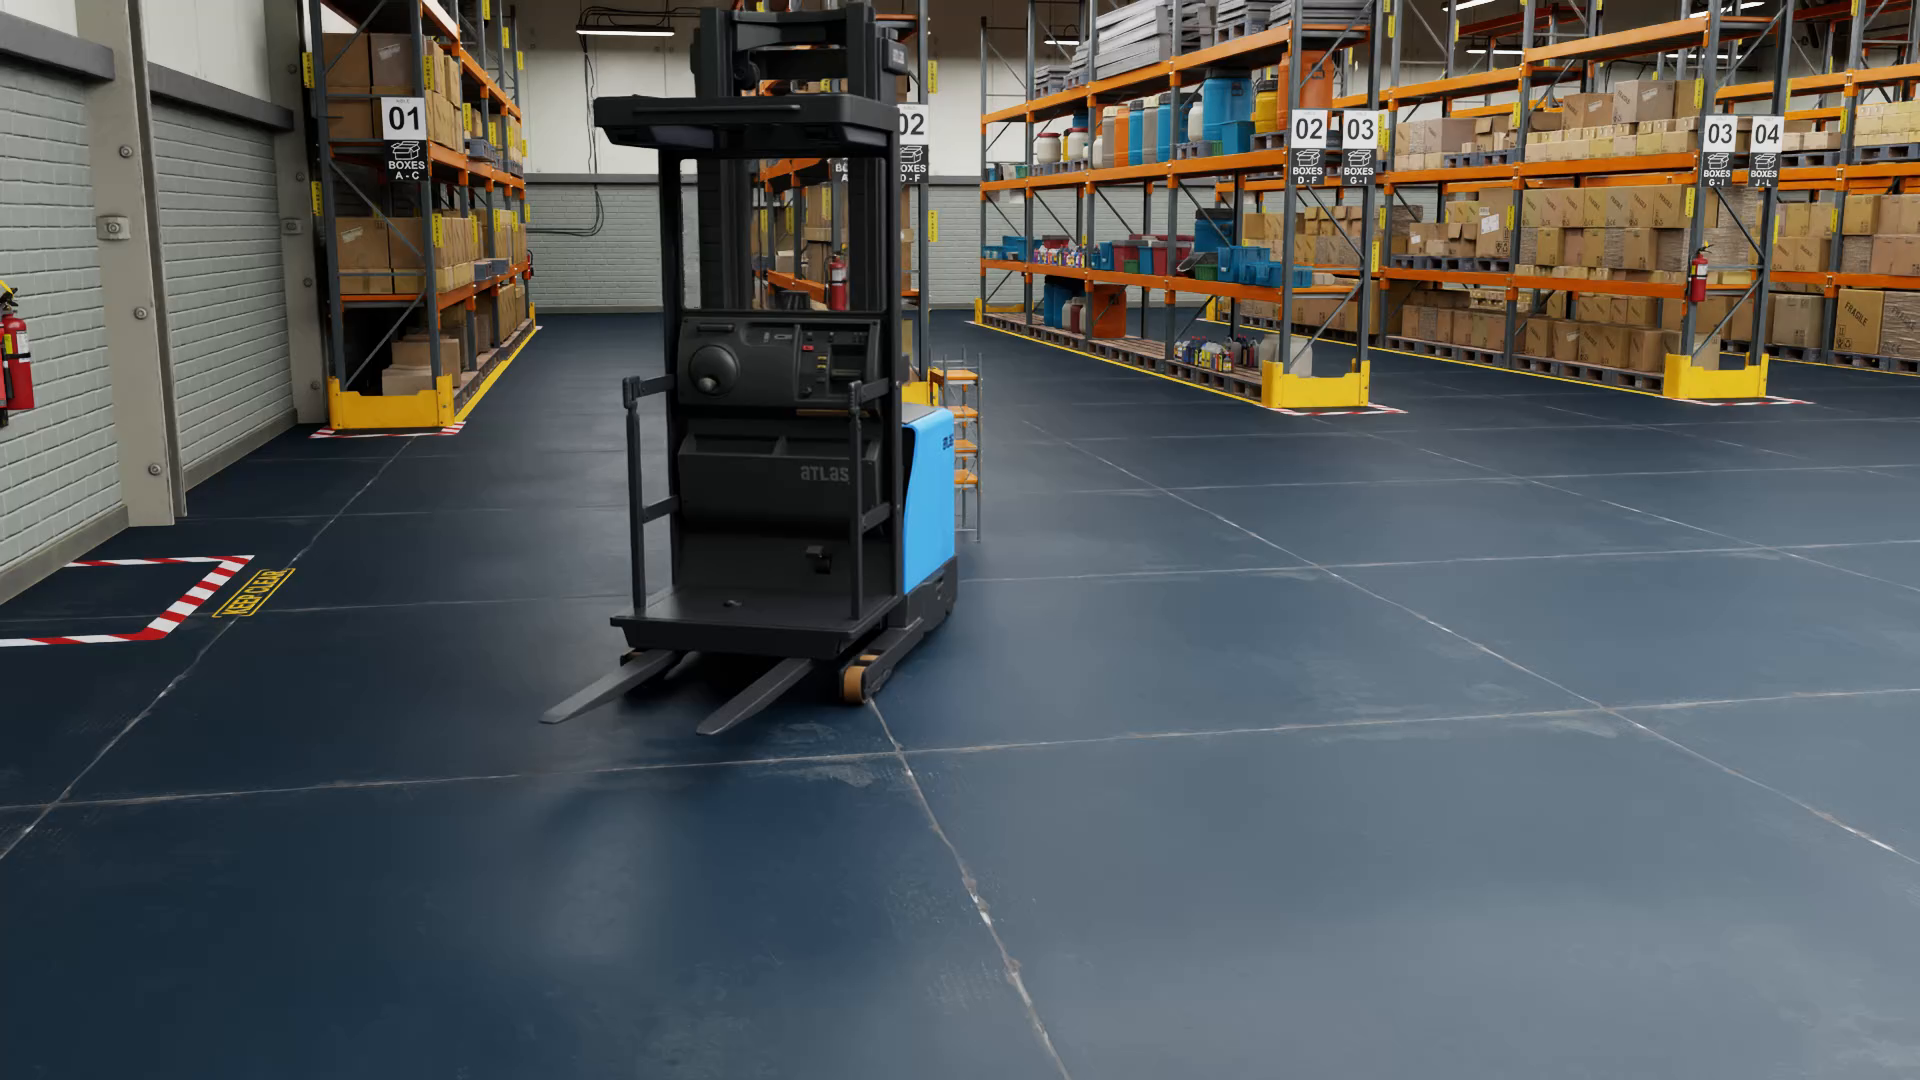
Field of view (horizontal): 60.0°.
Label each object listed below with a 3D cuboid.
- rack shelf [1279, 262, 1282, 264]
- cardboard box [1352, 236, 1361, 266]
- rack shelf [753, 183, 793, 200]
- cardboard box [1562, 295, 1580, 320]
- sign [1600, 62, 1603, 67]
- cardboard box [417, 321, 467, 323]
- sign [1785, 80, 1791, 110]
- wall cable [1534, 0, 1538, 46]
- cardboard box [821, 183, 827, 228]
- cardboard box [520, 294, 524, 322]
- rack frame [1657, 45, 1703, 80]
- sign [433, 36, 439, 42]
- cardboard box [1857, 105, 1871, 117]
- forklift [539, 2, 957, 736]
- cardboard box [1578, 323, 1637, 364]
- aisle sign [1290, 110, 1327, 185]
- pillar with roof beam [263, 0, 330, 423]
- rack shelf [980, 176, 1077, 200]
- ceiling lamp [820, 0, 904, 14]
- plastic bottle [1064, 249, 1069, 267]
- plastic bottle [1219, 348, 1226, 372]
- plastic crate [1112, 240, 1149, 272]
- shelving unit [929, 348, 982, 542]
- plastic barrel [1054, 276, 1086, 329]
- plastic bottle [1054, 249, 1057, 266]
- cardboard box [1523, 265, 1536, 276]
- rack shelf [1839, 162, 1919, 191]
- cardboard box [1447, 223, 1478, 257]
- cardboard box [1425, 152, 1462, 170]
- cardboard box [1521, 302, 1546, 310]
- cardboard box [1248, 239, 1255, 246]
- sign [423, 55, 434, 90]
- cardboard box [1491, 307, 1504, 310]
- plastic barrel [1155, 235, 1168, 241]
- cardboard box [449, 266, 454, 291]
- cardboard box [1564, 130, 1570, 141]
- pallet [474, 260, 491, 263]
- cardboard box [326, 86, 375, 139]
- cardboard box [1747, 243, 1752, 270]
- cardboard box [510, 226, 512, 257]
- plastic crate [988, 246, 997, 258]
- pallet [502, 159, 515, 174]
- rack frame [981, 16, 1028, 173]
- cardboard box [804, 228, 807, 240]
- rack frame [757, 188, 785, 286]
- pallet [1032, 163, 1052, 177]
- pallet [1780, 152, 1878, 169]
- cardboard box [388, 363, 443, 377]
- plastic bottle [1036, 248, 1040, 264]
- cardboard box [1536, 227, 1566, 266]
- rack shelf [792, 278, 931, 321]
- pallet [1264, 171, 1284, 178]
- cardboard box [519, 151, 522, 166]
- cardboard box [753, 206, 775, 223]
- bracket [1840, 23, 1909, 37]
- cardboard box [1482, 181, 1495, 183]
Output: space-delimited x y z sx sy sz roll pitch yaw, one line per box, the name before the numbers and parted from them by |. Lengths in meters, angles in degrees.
rack shelf | 6.165 -5.363 32.775 1.077 0.370 4.000 -2 11 -11
cardboard box | 6.901 -4.838 27.827 0.500 0.500 0.500 -2 11 -12
rack shelf | -3.553 -6.477 30.606 1.077 0.370 4.000 -2 11 -11
cardboard box | 11.427 -4.248 30.554 0.500 0.500 0.500 -2 11 -8
sign | 11.982 -9.017 31.080 0.100 0.325 0.005 -2 11 -11
cardboard box | -6.835 -2.653 22.119 0.700 0.500 0.500 -2 11 -10
sign | 9.420 -5.071 18.959 0.100 0.325 0.005 -2 11 -11
wall cable | 13.086 -13.627 40.575 2.355 3.000 0.029 -2 11 -11
cardboard box | -1.223 -3.852 19.175 0.700 0.500 0.500 -2 11 -11
cardboard box | -8.469 -4.305 30.853 0.700 0.500 0.500 -2 11 -11
rack frame | 15.497 -9.391 35.968 1.000 3.000 0.127 -2 11 -11
sign | -8.572 -8.277 27.196 0.100 0.325 0.005 -2 11 -11
cardboard box | 12.732 -5.962 23.127 0.380 0.149 0.250 -2 11 -10
forklift | -0.854 -0.822 7.176 1.130 2.935 3.031 3 11 13
cardboard box | 8.465 -2.570 21.740 0.500 0.500 0.500 -3 11 -16
aisle sign | 3.752 -4.222 17.902 0.394 0.787 0.004 -2 11 -11
pillar with roof beam | -2.450 -5.809 17.149 9.100 9.000 0.400 -2 11 -11
rack shelf | 1.306 -6.657 31.549 1.077 0.370 4.000 -2 11 -11
ceiling lamp | -2.009 -12.121 34.700 2.000 3.185 0.800 -2 11 -11
plastic bottle | 1.754 -4.647 27.401 0.061 0.283 0.133 -2 11 -11
plastic bottle | 3.201 -2.192 20.279 0.061 0.283 0.133 -2 11 -10
plastic crate | 2.487 -4.160 24.359 0.402 0.464 0.583 -2 11 -11
shelving unit | -0.032 -0.620 10.744 0.258 1.200 0.503 -2 11 -11
plastic barrel | 1.922 -4.115 28.782 0.600 0.901 0.708 -2 11 -11
plastic bottle | 1.633 -4.773 28.095 0.097 0.271 0.097 0 11 0
cardboard box | 7.892 -3.662 22.588 0.380 0.149 0.250 -2 11 -11
rack shelf | 13.384 -4.798 21.782 1.077 0.370 4.000 -2 11 -11
cardboard box | 7.682 -4.454 24.676 0.797 0.503 0.637 -1 11 -5
cardboard box | 7.382 -5.732 25.170 0.500 0.250 0.500 -2 11 -10
cardboard box | 11.066 -4.510 32.074 0.380 0.149 0.250 -2 11 -10
cardboard box | 5.913 -5.775 32.621 0.500 0.250 0.500 -2 11 -12
sign | -5.156 -4.531 16.120 0.100 0.325 0.005 -2 11 -11
cardboard box | 10.827 -4.567 33.169 0.380 0.149 0.250 -2 11 -11
plastic barrel | 3.053 -4.166 24.201 0.433 0.535 0.433 0 11 0
cardboard box | -5.587 -2.740 17.419 0.500 0.250 0.500 -2 11 -13
cardboard box | 8.111 -5.267 21.659 0.380 0.149 0.250 -2 11 -9
pallet | -6.819 -3.620 22.206 1.003 0.211 1.213 -2 11 -11
cardboard box | -6.018 -4.208 16.441 0.500 0.500 0.500 -1 11 -7
cardboard box | 12.333 -4.458 25.827 0.500 0.500 0.500 -2 11 -12
cardboard box | -7.685 -4.939 27.506 0.500 0.500 0.500 -2 11 -12
plastic crate | 0.770 -5.672 32.764 0.416 0.233 0.300 -2 11 -11
pallet | -8.171 -6.390 28.460 1.003 0.211 1.213 -2 11 -11
rack frame | 0.917 -8.850 33.128 1.000 3.000 0.127 -2 11 -11
cardboard box | -1.746 -3.834 20.817 0.380 0.149 0.250 -2 11 -11
rack frame | -3.942 -5.724 32.746 1.000 3.000 0.127 -2 11 -11
pallet | 1.944 -6.410 28.835 1.213 0.211 1.003 -2 11 -11
pallet | 12.768 -5.590 24.534 0.805 0.209 1.217 -3 11 -13
cardboard box | -5.846 -1.738 17.822 0.500 0.311 0.500 -1 11 -6
plastic bottle | 1.374 -5.005 29.282 0.061 0.283 0.133 -2 11 -11
cardboard box | 8.199 -3.900 22.101 0.875 0.500 0.500 -2 11 -11
rack shelf | -1.219 -2.803 19.323 1.077 0.370 4.000 -2 11 -11
pallet | 6.405 -6.930 31.299 1.003 0.211 1.213 -2 11 -11
cardboard box | -8.398 -7.074 30.826 0.500 0.250 0.500 -2 11 -9
cardboard box | -3.516 -5.614 29.227 0.500 0.500 0.500 -2 11 -11
bracket | 20.961 -11.303 36.387 0.076 0.066 4.783 -2 11 -11
cardboard box | 10.798 -7.268 33.236 0.500 0.250 0.500 -2 11 -11
